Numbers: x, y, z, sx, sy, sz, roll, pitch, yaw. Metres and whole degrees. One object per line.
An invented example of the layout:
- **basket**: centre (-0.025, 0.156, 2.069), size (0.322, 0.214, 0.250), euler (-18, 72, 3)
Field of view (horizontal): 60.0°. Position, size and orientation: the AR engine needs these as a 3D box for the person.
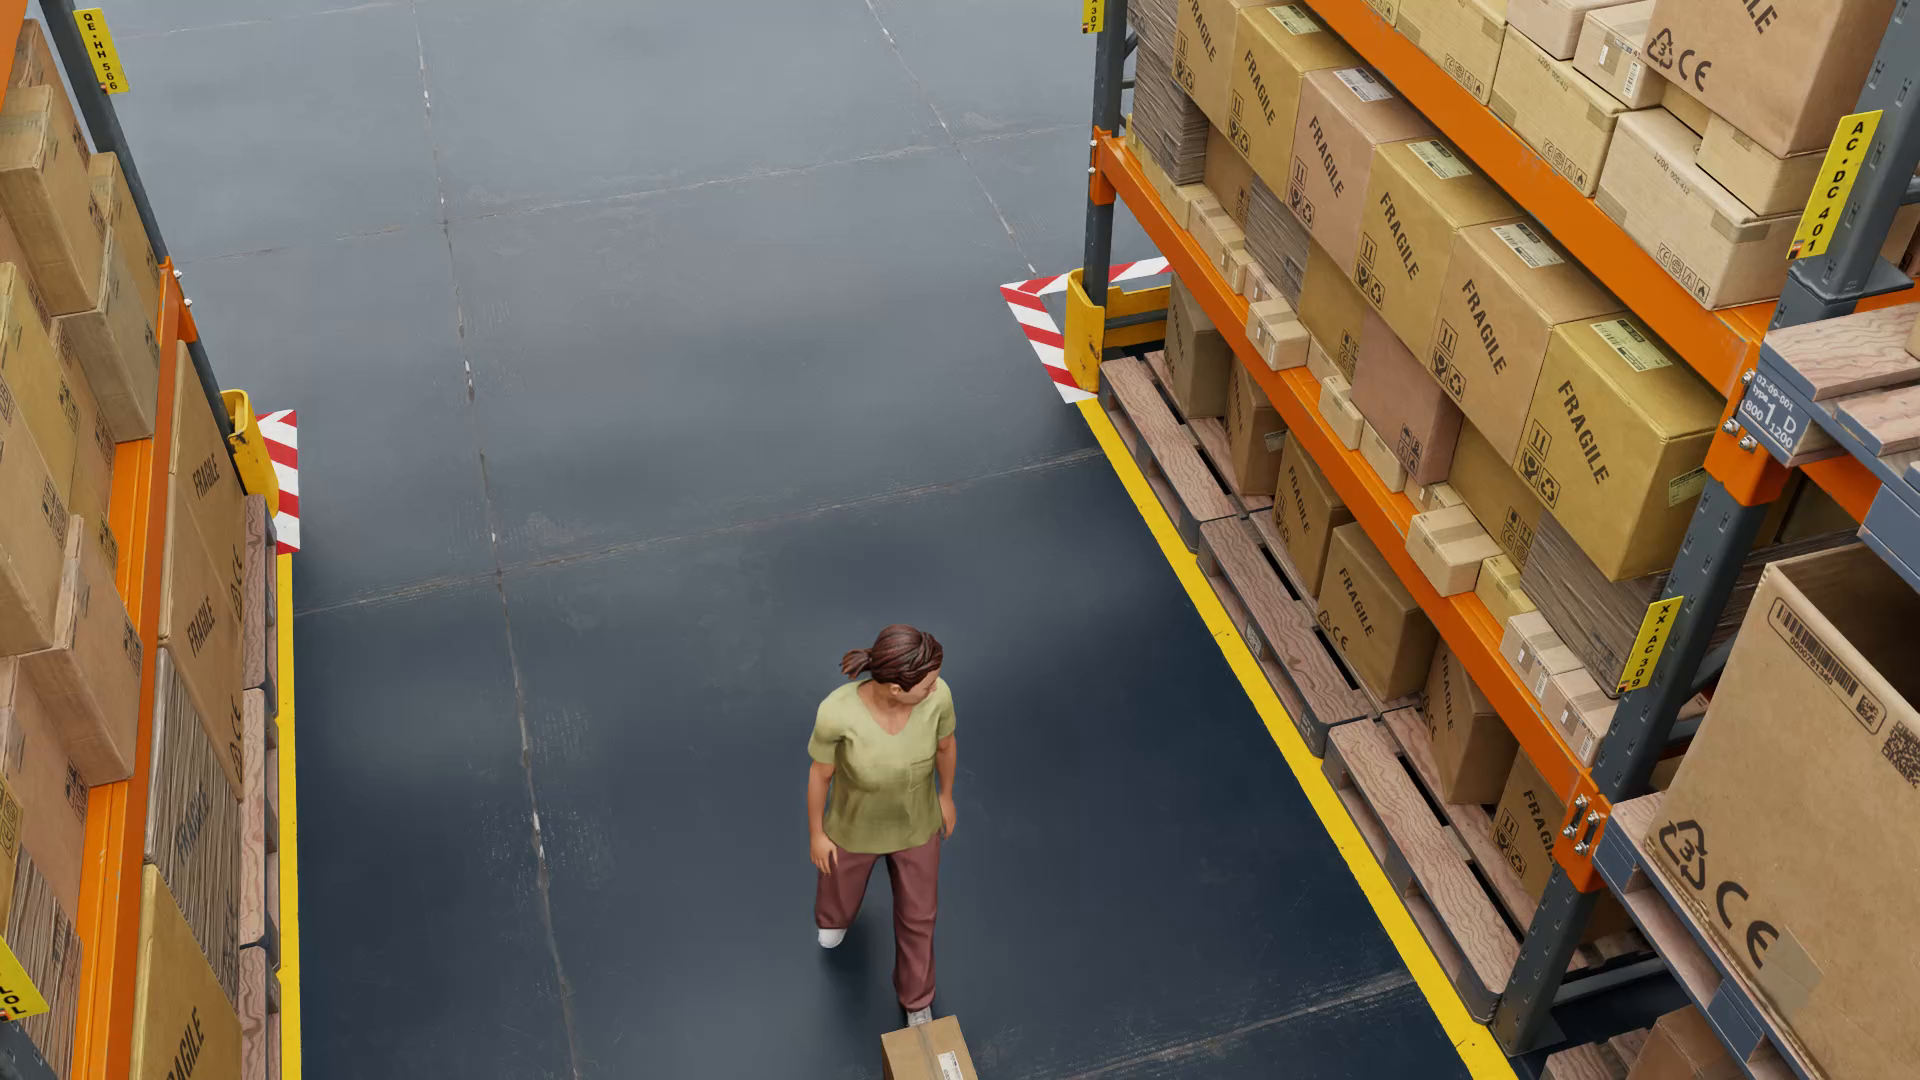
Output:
- **person**: centre (-0.237, 0.882, 5.174), size (0.490, 1.672, 0.690), euler (-7, 43, -8)
